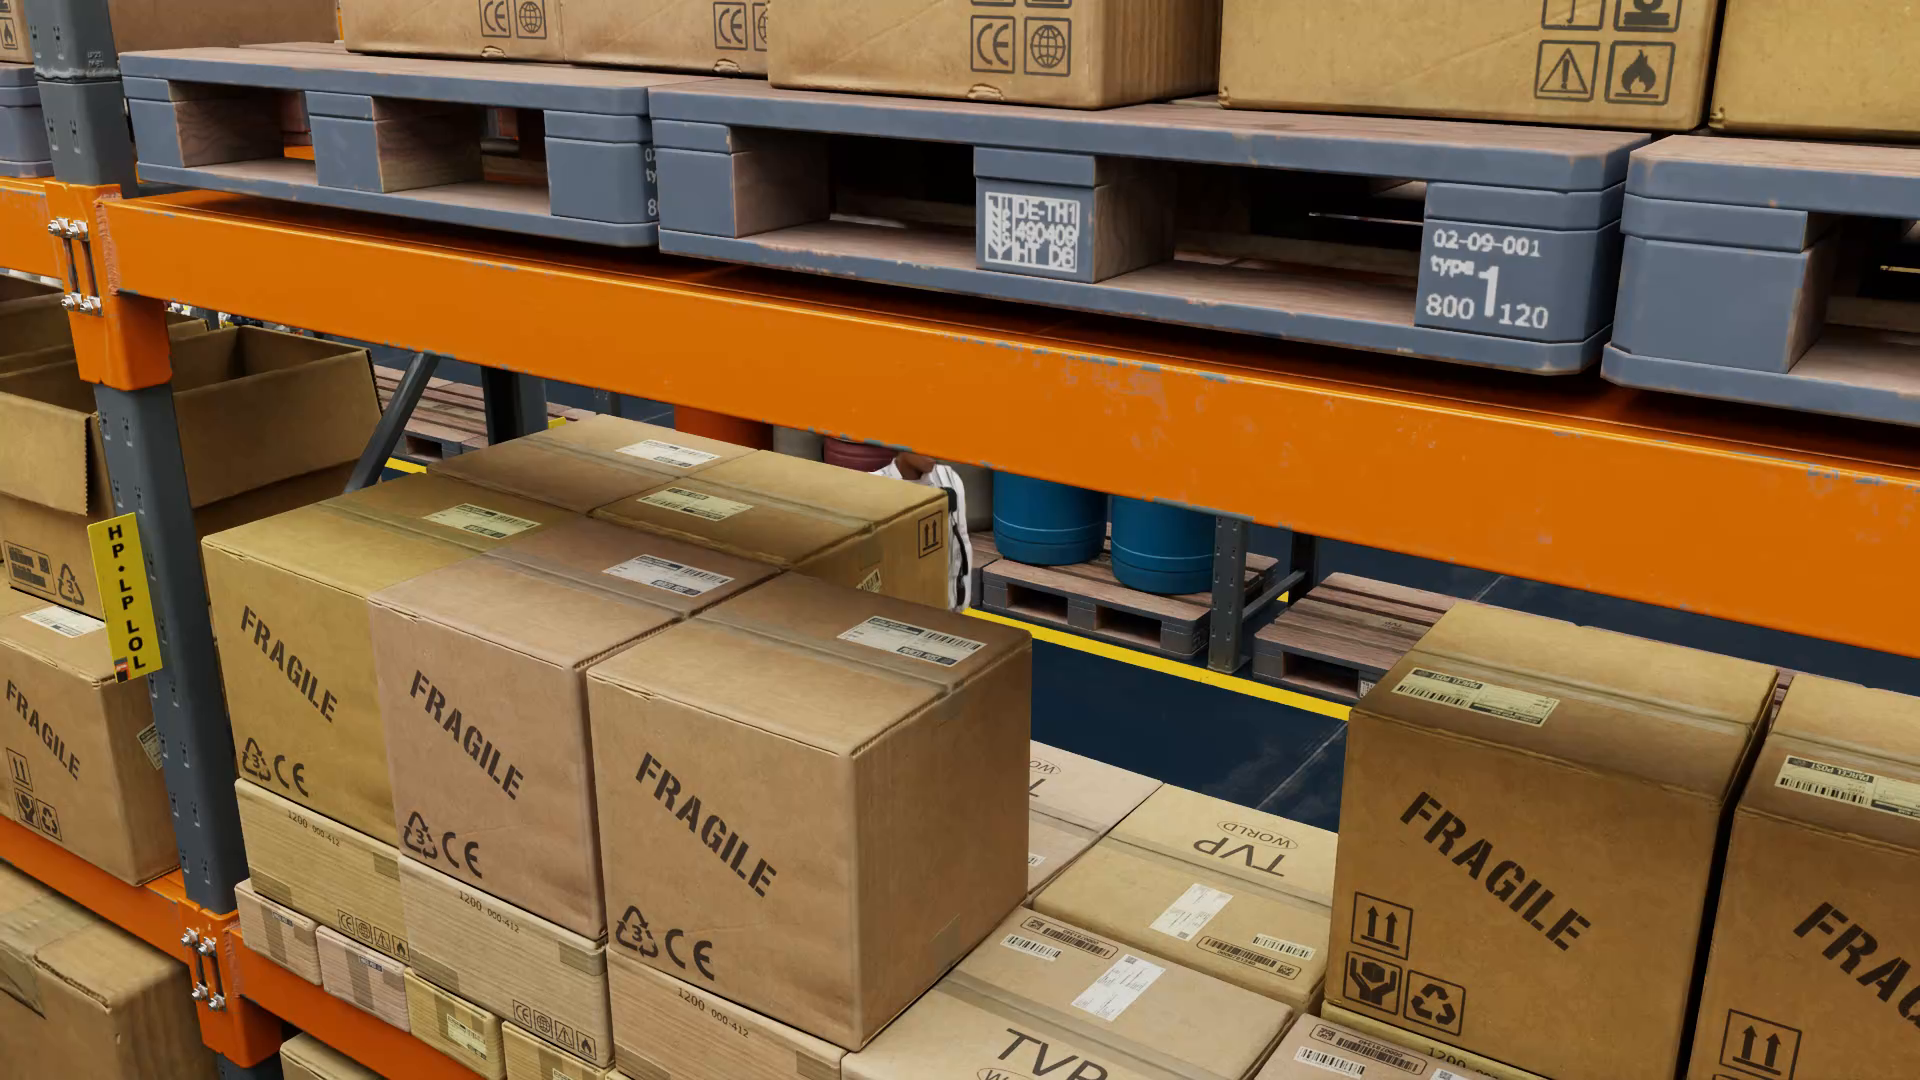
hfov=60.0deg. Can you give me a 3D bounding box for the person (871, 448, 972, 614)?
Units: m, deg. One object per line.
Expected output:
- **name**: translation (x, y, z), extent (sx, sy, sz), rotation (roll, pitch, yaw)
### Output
- **person**: translation (-0.245, 0.287, 6.232), extent (0.621, 1.673, 0.400), rotation (-6, 21, -16)
